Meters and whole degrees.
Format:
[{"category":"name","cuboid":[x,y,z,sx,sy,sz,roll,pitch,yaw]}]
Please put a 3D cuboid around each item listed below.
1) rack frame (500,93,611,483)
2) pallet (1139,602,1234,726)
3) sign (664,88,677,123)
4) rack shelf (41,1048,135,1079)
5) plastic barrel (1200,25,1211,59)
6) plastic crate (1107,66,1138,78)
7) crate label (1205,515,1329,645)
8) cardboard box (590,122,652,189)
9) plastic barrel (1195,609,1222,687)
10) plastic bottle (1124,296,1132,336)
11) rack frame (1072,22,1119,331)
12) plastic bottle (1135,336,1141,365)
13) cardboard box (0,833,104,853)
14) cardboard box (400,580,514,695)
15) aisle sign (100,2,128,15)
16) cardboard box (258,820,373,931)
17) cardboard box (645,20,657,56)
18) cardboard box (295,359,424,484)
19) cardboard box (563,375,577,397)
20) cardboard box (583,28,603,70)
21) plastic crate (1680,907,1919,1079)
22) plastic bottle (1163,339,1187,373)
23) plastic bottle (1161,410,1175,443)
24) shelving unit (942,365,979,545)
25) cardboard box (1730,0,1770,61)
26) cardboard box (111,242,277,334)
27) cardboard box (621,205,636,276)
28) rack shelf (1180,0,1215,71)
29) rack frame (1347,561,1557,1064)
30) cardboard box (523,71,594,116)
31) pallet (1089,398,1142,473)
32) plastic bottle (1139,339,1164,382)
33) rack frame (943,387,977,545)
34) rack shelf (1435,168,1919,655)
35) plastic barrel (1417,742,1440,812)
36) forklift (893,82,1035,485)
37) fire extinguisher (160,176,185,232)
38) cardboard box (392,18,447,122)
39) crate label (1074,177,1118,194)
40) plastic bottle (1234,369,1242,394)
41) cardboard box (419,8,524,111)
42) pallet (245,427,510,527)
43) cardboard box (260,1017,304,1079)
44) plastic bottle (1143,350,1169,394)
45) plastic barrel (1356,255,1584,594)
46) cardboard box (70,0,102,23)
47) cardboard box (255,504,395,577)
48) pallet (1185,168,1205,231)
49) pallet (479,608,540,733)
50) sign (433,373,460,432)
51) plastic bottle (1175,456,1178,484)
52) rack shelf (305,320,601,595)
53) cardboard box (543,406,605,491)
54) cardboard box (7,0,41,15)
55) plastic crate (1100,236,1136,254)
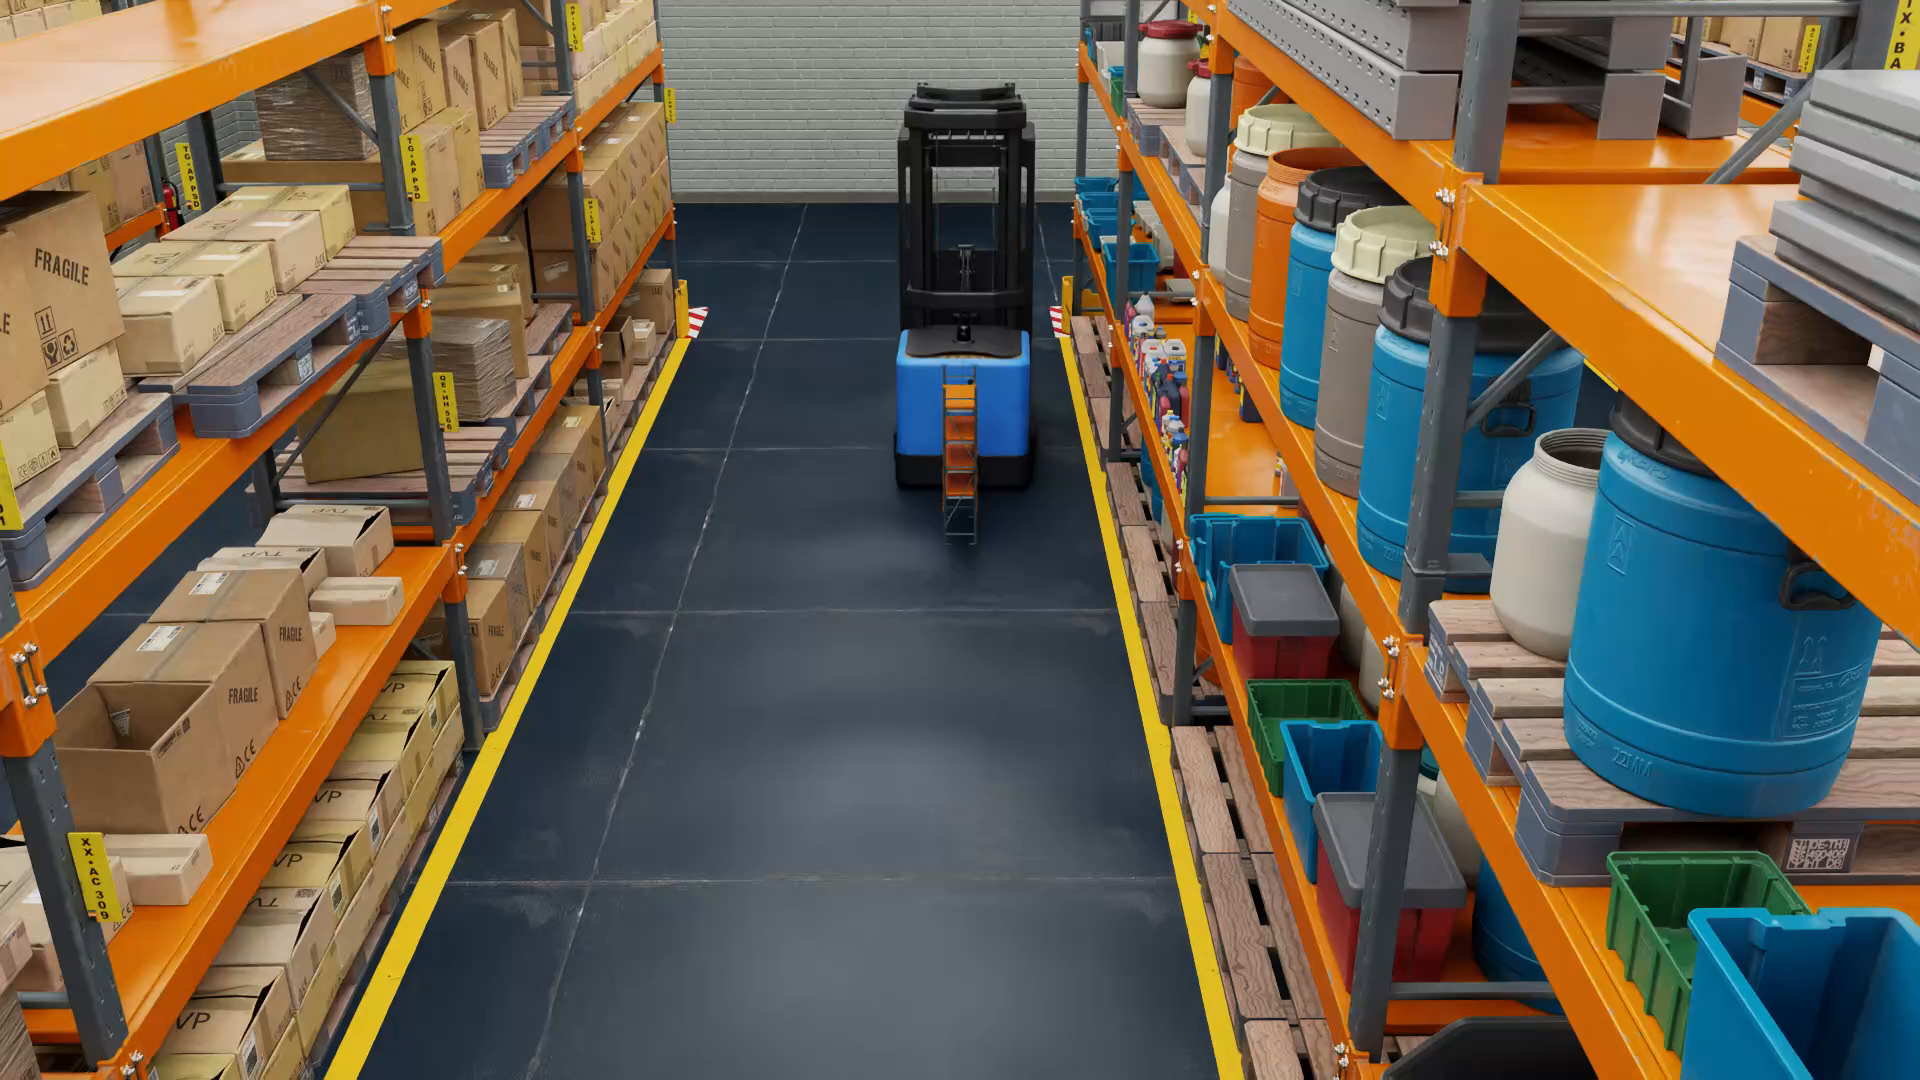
[{"category":"rack frame","cuboid":[-3.277,-1.833,12.545,1.000,3.000,0.127,0,24,-1]},{"category":"pallet","cuboid":[1.669,0.741,10.239,1.003,0.211,1.213,0,24,-1]},{"category":"sign","cuboid":[-2.766,-4.147,15.873,0.100,0.325,0.005,0,24,-1]},{"category":"rack shelf","cuboid":[-3.168,2.616,3.583,1.077,0.370,4.000,0,24,-1]},{"category":"plastic barrel","cuboid":[1.889,-3.122,11.018,0.600,0.588,0.600,0,24,0]},{"category":"plastic crate","cuboid":[1.347,-3.518,12.834,0.416,0.233,0.300,0,24,-1]},{"category":"crate label","cuboid":[1.460,0.189,8.032,0.502,0.435,0.616,0,24,-1]},{"category":"cardboard box","cuboid":[-3.025,-3.378,14.628,0.500,0.500,0.500,0,24,1]},{"category":"plastic barrel","cuboid":[1.697,0.391,9.753,0.600,0.830,0.708,0,24,-1]},{"category":"plastic bottle","cuboid":[1.253,-1.647,12.277,0.061,0.283,0.133,0,24,-1]},{"category":"rack frame","cuboid":[1.632,-3.502,16.236,1.000,3.000,0.127,0,24,-1]},{"category":"plastic bottle","cuboid":[1.279,-1.332,11.679,0.097,0.201,0.097,0,24,0]},{"category":"cardboard box","cuboid":[-3.383,1.164,6.084,0.396,0.266,0.258,-1,24,-2]},{"category":"cardboard box","cuboid":[-2.953,0.565,9.743,0.500,0.500,0.500,1,24,2]},{"category":"aisle sign","cuboid":[-7.975,-4.673,15.670,0.394,0.787,0.004,0,24,-1]},{"category":"cardboard box","cuboid":[-2.964,1.465,7.401,0.500,0.311,0.500,0,24,1]},{"category":"cardboard box","cuboid":[-3.052,-4.569,15.137,0.500,0.250,0.500,0,24,-1]},{"category":"cardboard box","cuboid":[-3.353,-0.680,9.367,0.700,0.500,0.500,-9,26,-18]},{"category":"cardboard box","cuboid":[-3.576,-1.351,14.208,0.500,0.311,0.500,0,24,-1]},{"category":"cardboard box","cuboid":[-3.042,-3.766,12.756,0.500,0.250,0.500,0,24,-1]},{"category":"plastic crate","cuboid":[1.485,0.948,2.778,0.392,0.384,0.575,0,24,-1]},{"category":"plastic bottle","cuboid":[1.462,-1.224,11.349,0.152,0.276,0.135,0,24,-1]},{"category":"plastic bottle","cuboid":[1.295,-0.703,10.289,0.097,0.201,0.097,0,24,0]},{"category":"shelving unit","cuboid":[-0.002,-0.615,12.037,0.258,1.200,0.503,0,24,-1]},{"category":"cardboard box","cuboid":[6.558,-4.069,13.097,0.700,0.500,0.500,1,24,2]},{"category":"cardboard box","cuboid":[-3.154,-1.036,6.816,0.500,0.250,0.500,-1,24,-2]},{"category":"cardboard box","cuboid":[-3.023,-2.507,13.914,0.500,0.500,0.500,0,24,-1]},{"category":"rack shelf","cuboid":[1.697,-3.253,9.763,1.077,0.370,4.000,0,24,-1]},{"category":"rack frame","cuboid":[1.763,1.443,5.303,1.000,3.000,0.127,0,24,-1]},{"category":"cardboard box","cuboid":[-3.035,-3.333,12.404,0.500,0.250,0.500,0,24,-1]},{"category":"pallet","cuboid":[1.629,-0.886,13.835,1.003,0.211,1.213,0,24,-1]},{"category":"plastic bottle","cuboid":[1.310,-1.223,11.348,0.152,0.276,0.135,0,24,-1]},{"category":"rack frame","cuboid":[0.001,-0.514,11.815,0.240,1.200,0.015,0,24,-1]},{"category":"rack shelf","cuboid":[1.785,0.044,2.475,1.077,0.370,4.000,0,24,-1]},{"category":"plastic barrel","cuboid":[1.902,0.960,6.538,0.301,0.262,0.301,0,24,0]},{"category":"forklift","cuboid":[0.056,-2.323,13.713,1.130,2.935,3.031,1,24,1]},{"category":"fire extinguisher","cuboid":[-7.815,-3.316,16.372,0.296,0.674,0.183,0,24,-1]},{"category":"cardboard box","cuboid":[-3.243,-2.652,9.383,0.500,0.500,0.500,0,24,-1]},{"category":"crate label","cuboid":[1.305,-3.349,16.030,0.416,0.233,0.303,0,24,-1]},{"category":"plastic bottle","cuboid":[1.892,-1.116,11.117,0.097,0.271,0.097,0,24,0]},{"category":"cardboard box","cuboid":[-3.346,-3.274,11.340,0.600,0.600,0.600,-3,24,-6]},{"category":"pallet","cuboid":[-3.311,-0.376,9.557,1.213,0.211,1.003,0,24,-1]},{"category":"cardboard box","cuboid":[-2.951,2.147,6.572,0.500,0.250,0.500,0,24,1]},{"category":"plastic bottle","cuboid":[1.312,-1.127,11.136,0.152,0.276,0.135,0,24,-1]},{"category":"plastic barrel","cuboid":[1.540,-0.361,5.042,0.600,0.901,0.708,0,24,-1]},{"category":"cardboard box","cuboid":[-8.001,-4.692,14.778,0.500,0.250,0.500,0,24,1]},{"category":"cardboard box","cuboid":[-3.274,0.006,8.588,0.500,0.311,0.500,1,24,3]},{"category":"pallet","cuboid":[1.809,-1.801,9.066,1.003,0.211,1.213,0,24,-1]},{"category":"pallet","cuboid":[-3.204,0.778,10.156,1.003,0.211,1.213,0,24,-1]},{"category":"sign","cuboid":[-2.679,-0.716,8.671,0.100,0.325,0.005,0,24,-1]},{"category":"plastic bottle","cuboid":[1.303,-0.422,9.668,0.097,0.201,0.097,0,24,0]},{"category":"rack shelf","cuboid":[-3.256,-0.681,10.872,1.077,0.370,4.000,0,24,-1]},{"category":"cardboard box","cuboid":[-2.986,-0.692,12.523,0.500,0.500,0.500,0,24,-1]},{"category":"cardboard box","cuboid":[-7.985,-4.612,13.693,0.500,0.500,0.500,-1,24,-3]},{"category":"plastic crate","cuboid":[1.356,-2.477,14.217,0.293,0.136,0.466,0,24,-1]}]
